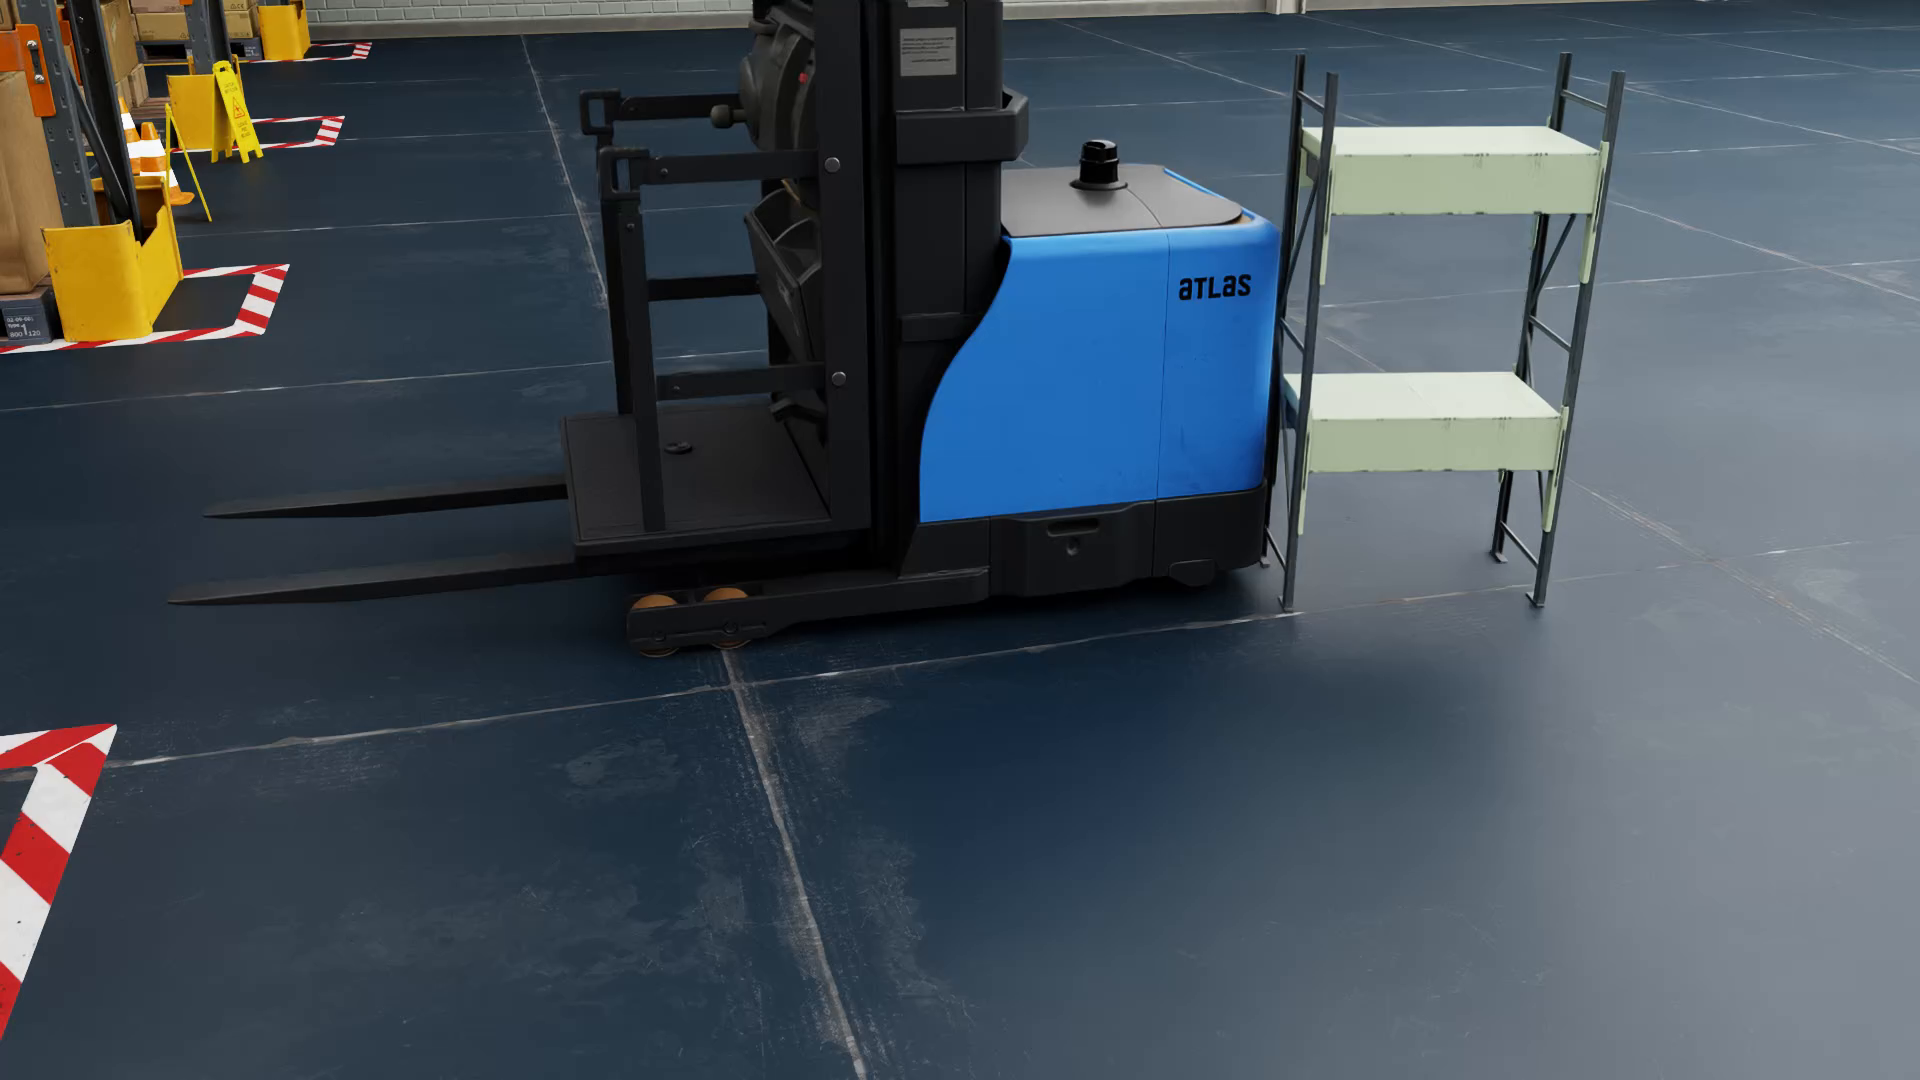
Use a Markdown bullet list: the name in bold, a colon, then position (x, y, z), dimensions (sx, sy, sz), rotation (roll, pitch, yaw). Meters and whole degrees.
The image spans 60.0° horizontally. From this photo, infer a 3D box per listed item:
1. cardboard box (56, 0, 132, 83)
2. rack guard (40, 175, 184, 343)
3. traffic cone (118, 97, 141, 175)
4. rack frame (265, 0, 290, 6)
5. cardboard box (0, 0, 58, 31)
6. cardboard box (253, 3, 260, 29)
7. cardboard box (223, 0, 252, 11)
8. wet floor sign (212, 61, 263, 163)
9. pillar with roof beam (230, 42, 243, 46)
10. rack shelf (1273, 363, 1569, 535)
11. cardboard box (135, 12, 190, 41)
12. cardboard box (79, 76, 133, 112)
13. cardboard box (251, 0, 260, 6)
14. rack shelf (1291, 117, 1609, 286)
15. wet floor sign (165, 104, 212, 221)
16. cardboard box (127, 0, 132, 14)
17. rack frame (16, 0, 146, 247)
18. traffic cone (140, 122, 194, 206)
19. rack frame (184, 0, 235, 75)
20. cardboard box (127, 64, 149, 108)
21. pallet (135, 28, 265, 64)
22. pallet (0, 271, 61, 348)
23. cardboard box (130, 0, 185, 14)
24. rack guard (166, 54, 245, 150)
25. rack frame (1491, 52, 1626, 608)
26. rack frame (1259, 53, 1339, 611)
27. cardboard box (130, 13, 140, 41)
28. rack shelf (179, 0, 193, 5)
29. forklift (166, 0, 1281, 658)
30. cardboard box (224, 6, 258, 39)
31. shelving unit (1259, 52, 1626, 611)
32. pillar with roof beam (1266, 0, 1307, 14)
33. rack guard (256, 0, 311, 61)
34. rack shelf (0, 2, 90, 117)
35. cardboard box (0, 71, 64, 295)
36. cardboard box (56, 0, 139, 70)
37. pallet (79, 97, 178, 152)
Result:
- **cardboard box**: position (-6.059, -3.428, 11.438), dimensions (0.500, 0.500, 0.500), rotation (-6, 24, -14)
- **rack guard**: position (-3.901, -1.323, 7.700), dimensions (0.348, 0.500, 1.175), rotation (-6, 24, -14)
- **traffic cone**: position (-5.424, -2.637, 10.808), dimensions (0.334, 0.463, 0.336), rotation (-6, 24, -14)
- **rack frame**: position (-6.703, -6.222, 15.947), dimensions (0.127, 3.000, 1.000), rotation (-6, 24, -14)
- **cardboard box**: position (-4.269, -2.482, 7.039), dimensions (0.550, 0.550, 0.875), rotation (-6, 24, -14)
- **cardboard box**: position (-7.228, -5.173, 16.457), dimensions (0.500, 0.250, 0.500), rotation (-6, 24, -14)
- **cardboard box**: position (-7.087, -5.211, 15.910), dimensions (0.500, 0.250, 0.500), rotation (-7, 24, -15)
- **wet floor sign**: position (-4.886, -2.870, 11.120), dimensions (0.232, 0.644, 0.267), rotation (2, 23, 4)
- **pillar with roof beam**: position (-6.454, -7.613, 11.579), dimensions (0.400, 9.000, 9.100), rotation (-6, 24, -14)
- **rack shelf**: position (1.302, -0.269, 4.801), dimensions (0.720, 0.370, 0.431), rotation (-1, 23, -2)
- **cardboard box**: position (-7.551, -4.932, 15.895), dimensions (0.500, 0.250, 0.500), rotation (-6, 24, -14)
- **cardboard box**: position (-6.087, -3.076, 11.570), dimensions (0.500, 0.250, 0.500), rotation (-6, 24, -15)
- **cardboard box**: position (-7.211, -5.410, 16.374), dimensions (0.500, 0.250, 0.500), rotation (-6, 24, -13)
- **rack shelf**: position (1.302, -0.927, 4.519), dimensions (0.720, 0.370, 0.431), rotation (-1, 23, -2)
- **wet floor sign**: position (-4.431, -2.142, 9.424), dimensions (0.232, 0.644, 0.267), rotation (-11, 25, -23)
- **cardboard box**: position (-8.064, -5.098, 15.648), dimensions (0.500, 0.250, 0.500), rotation (-7, 24, -16)
- **rack frame**: position (-3.924, -2.469, 7.201), dimensions (0.127, 3.000, 1.000), rotation (-6, 24, -14)
- **traffic cone**: position (-4.797, -2.251, 9.910), dimensions (0.334, 0.463, 0.336), rotation (-6, 24, -14)
- **rack frame**: position (-5.358, -4.338, 11.556), dimensions (0.127, 3.000, 1.000), rotation (-6, 24, -14)
- **cardboard box**: position (-6.210, -3.286, 12.059), dimensions (0.500, 0.250, 0.500), rotation (-7, 24, -15)
- **pallet**: position (-7.428, -4.843, 16.270), dimensions (1.213, 0.211, 1.003), rotation (-6, 24, -14)
- **pallet**: position (-4.673, -1.073, 7.483), dimensions (1.213, 0.211, 1.003), rotation (-6, 24, -14)
- **cardboard box**: position (-7.573, -5.161, 15.795), dimensions (0.500, 0.250, 0.500), rotation (-7, 24, -15)
- **rack guard**: position (-5.431, -3.181, 12.030), dimensions (0.348, 0.500, 1.175), rotation (-6, 24, -14)
- **rack frame**: position (1.668, -0.573, 4.684), dimensions (0.023, 1.500, 0.400), rotation (-1, 23, -2)
- **rack frame**: position (0.936, -0.564, 4.661), dimensions (0.023, 1.500, 0.400), rotation (-1, 23, -2)
- **cardboard box**: position (-8.035, -4.882, 15.779), dimensions (0.500, 0.250, 0.500), rotation (-6, 24, -14)
- **rack shelf**: position (-7.284, -3.794, 11.201), dimensions (4.000, 0.370, 1.077), rotation (-6, 24, -14)
- **forklift**: position (-0.676, -1.258, 4.465), dimensions (3.031, 2.935, 1.130), rotation (-6, 24, -13)
- **cardboard box**: position (-7.070, -4.981, 16.010), dimensions (0.500, 0.250, 0.500), rotation (-6, 24, -14)
- **shelving unit**: position (1.302, -0.568, 4.673), dimensions (0.755, 1.500, 0.431), rotation (-1, 23, -2)
- **pillar with roof beam**: position (5.100, -8.891, 14.558), dimensions (0.400, 9.000, 9.100), rotation (-6, 24, -14)
- **rack guard**: position (-6.679, -5.076, 16.445), dimensions (0.348, 0.500, 1.175), rotation (-6, 24, -14)
- **rack shelf**: position (-5.849, -1.926, 6.846), dimensions (4.000, 0.370, 1.077), rotation (-6, 24, -14)
- **cardboard box**: position (-4.559, -1.589, 7.310), dimensions (0.875, 0.875, 0.875), rotation (-6, 24, -14)
- **cardboard box**: position (-6.232, -3.628, 11.905), dimensions (0.500, 0.500, 0.500), rotation (-7, 24, -16)
- **pallet**: position (-6.223, -2.975, 11.916), dimensions (1.213, 0.211, 1.003), rotation (-6, 24, -14)
